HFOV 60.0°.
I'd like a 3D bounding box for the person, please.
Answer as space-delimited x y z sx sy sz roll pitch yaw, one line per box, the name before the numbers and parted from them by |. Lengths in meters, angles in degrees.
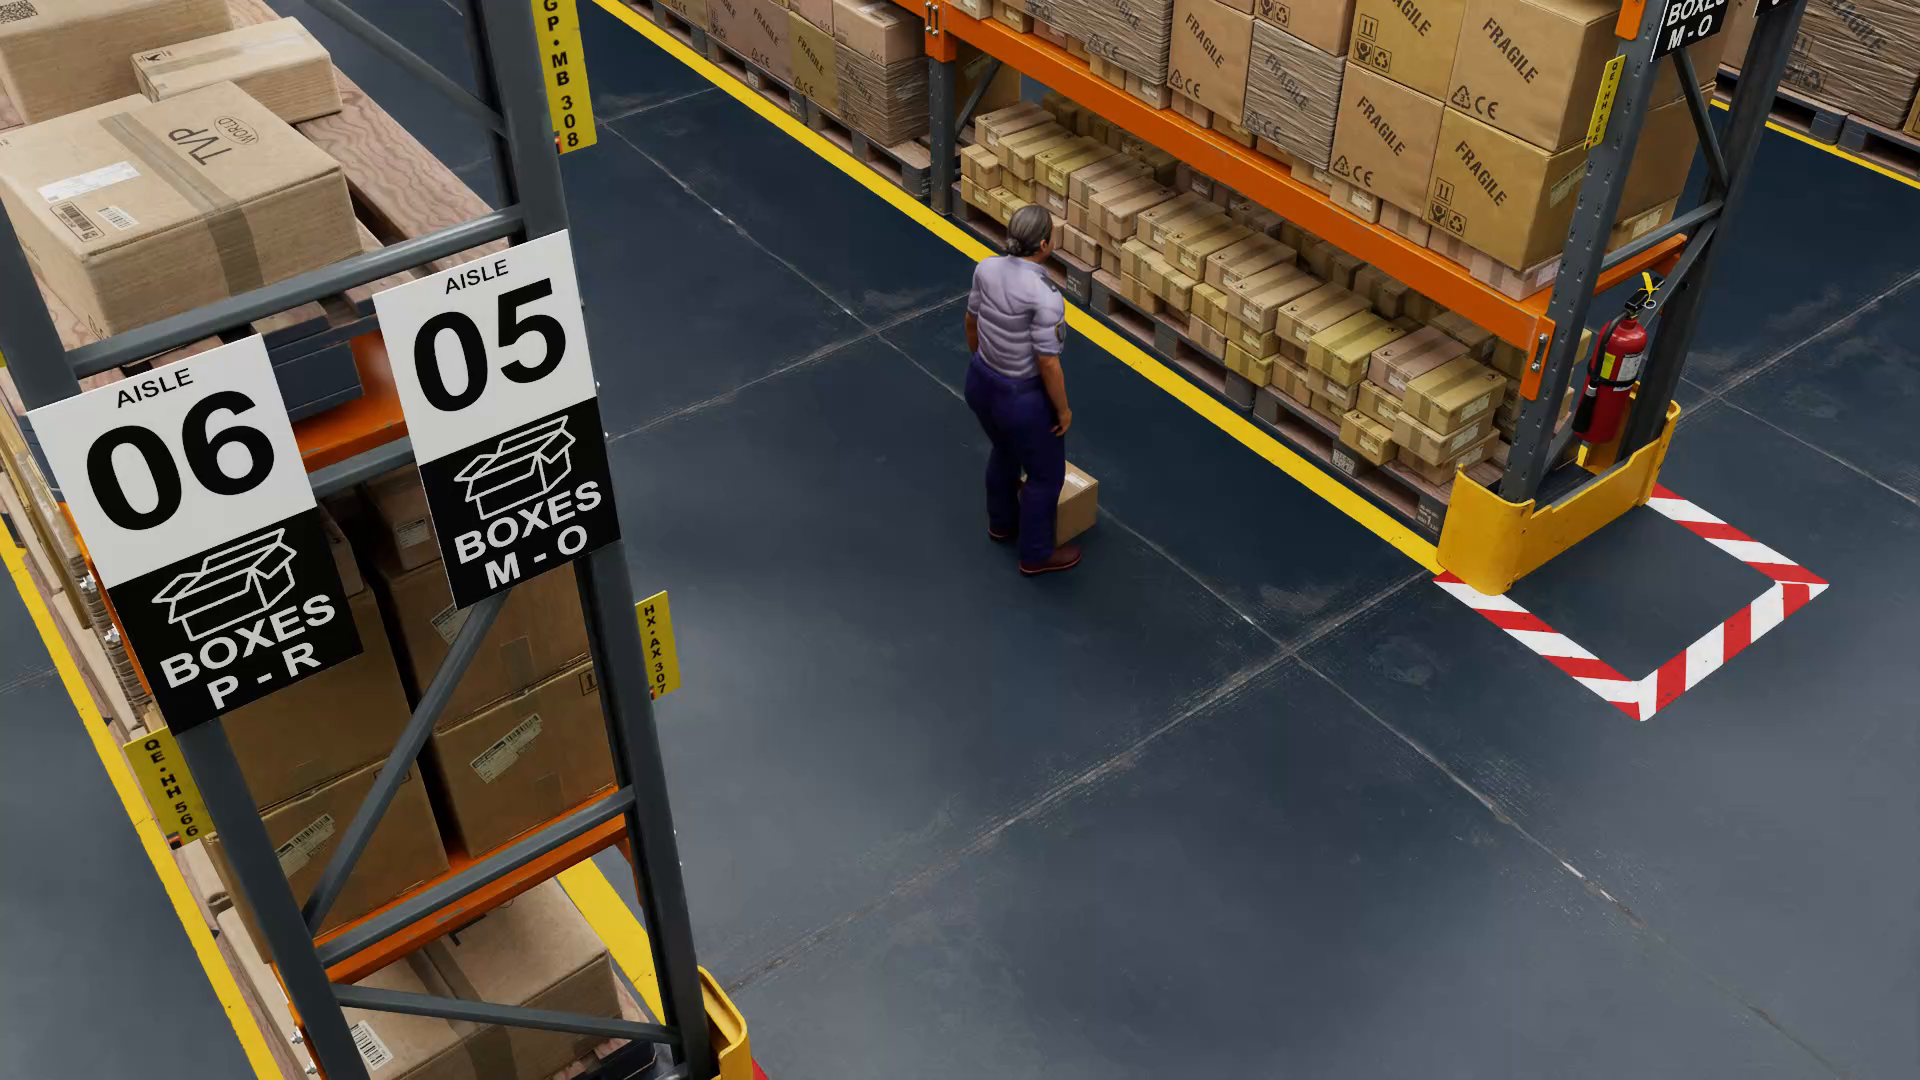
person | 0.269 -0.614 6.892 0.423 1.637 0.564 -29 48 -30
